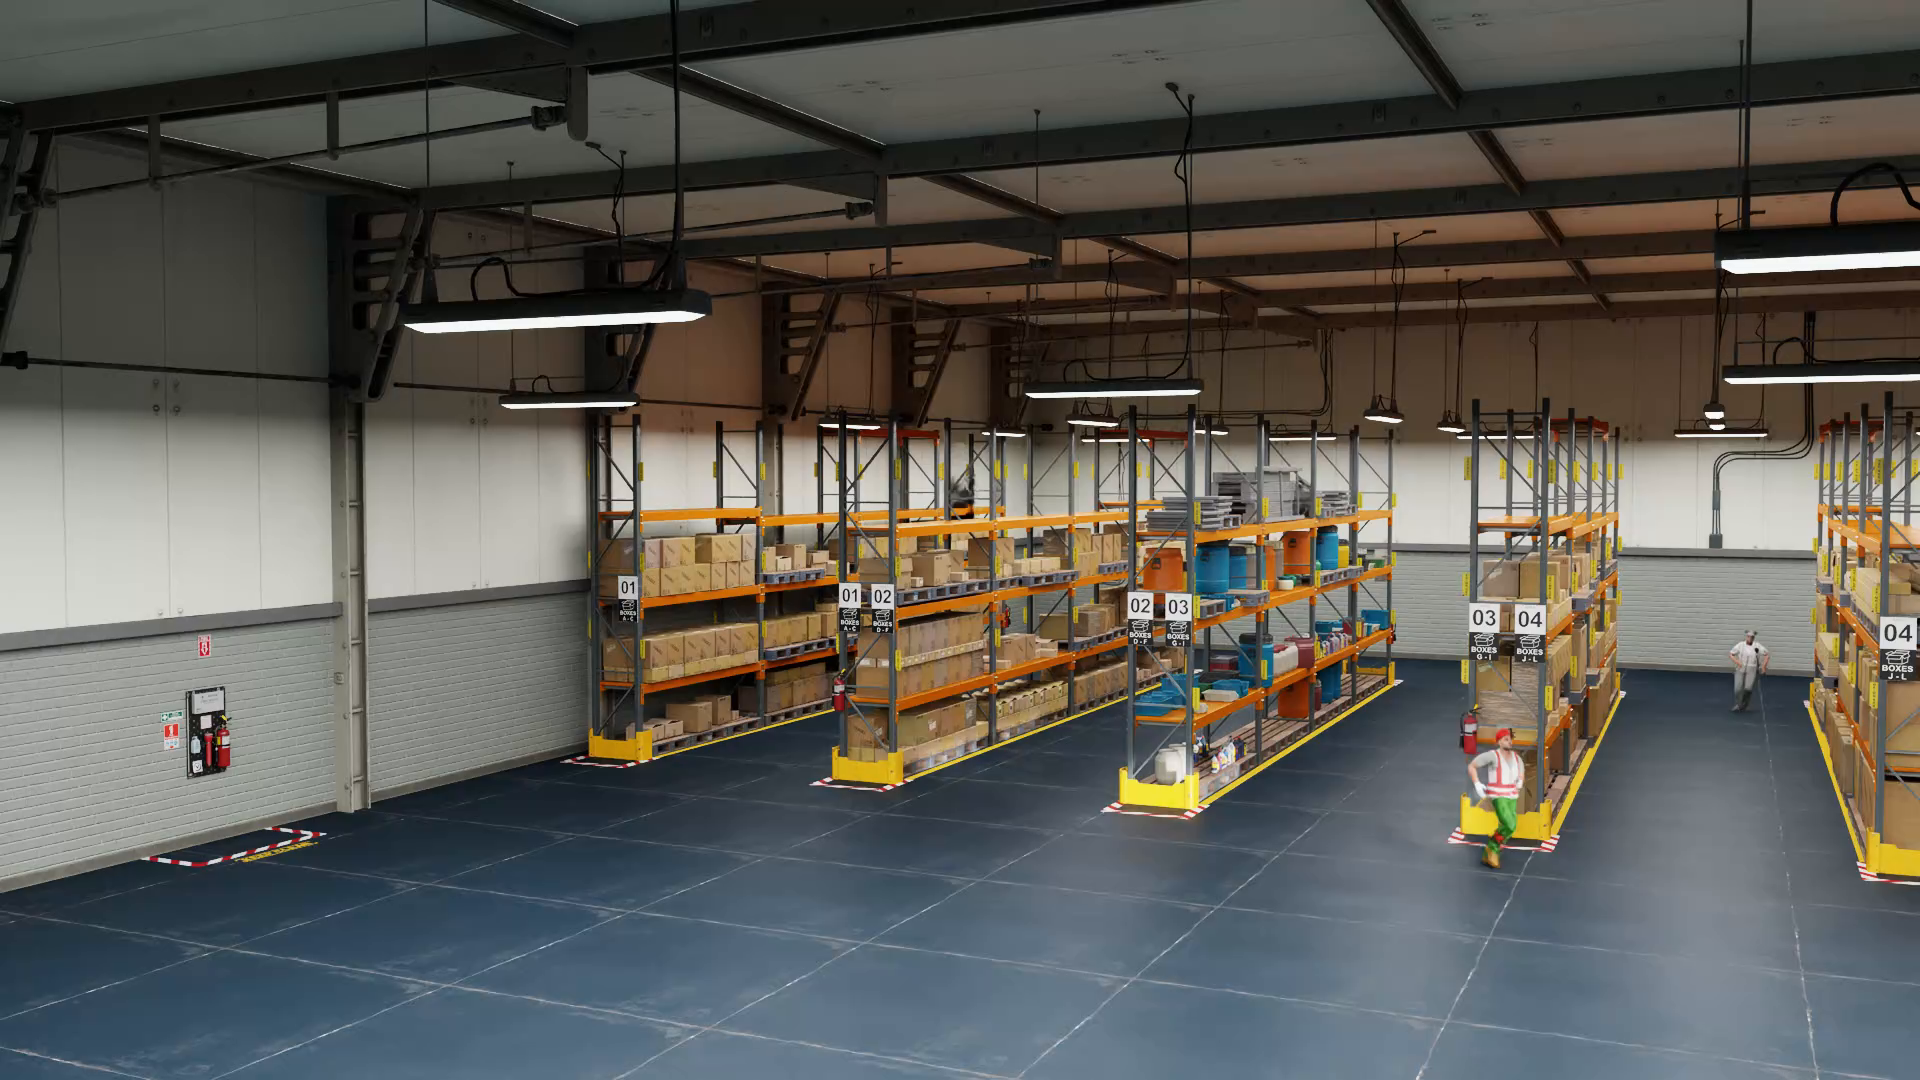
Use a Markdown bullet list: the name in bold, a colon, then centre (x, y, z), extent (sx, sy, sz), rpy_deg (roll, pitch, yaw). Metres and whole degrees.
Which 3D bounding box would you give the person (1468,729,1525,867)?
- **person**: centre (6.858, 3.250, 20.970), extent (0.664, 1.727, 0.628), rpy_deg (-1, 3, -27)

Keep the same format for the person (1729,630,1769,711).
- **person**: centre (16.383, 2.715, 34.566), extent (0.753, 1.714, 0.580), rpy_deg (1, 3, 30)
